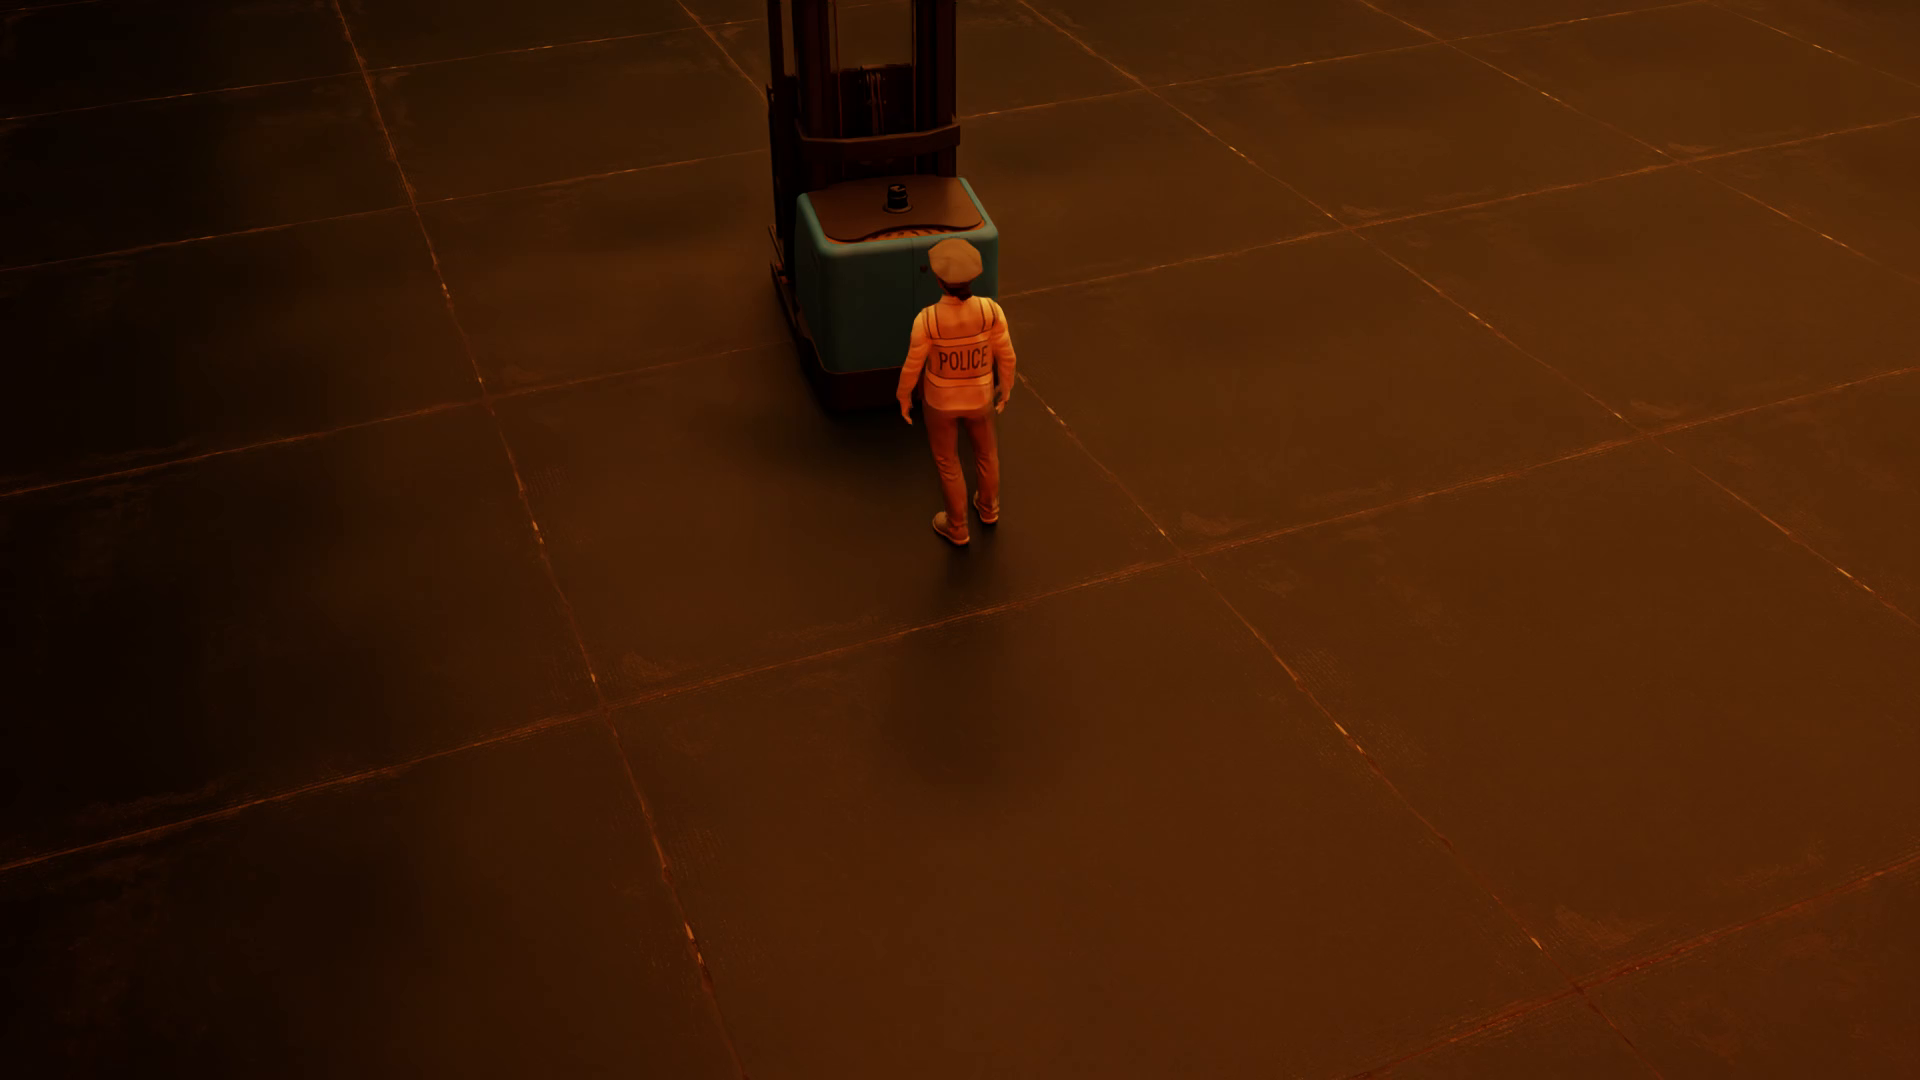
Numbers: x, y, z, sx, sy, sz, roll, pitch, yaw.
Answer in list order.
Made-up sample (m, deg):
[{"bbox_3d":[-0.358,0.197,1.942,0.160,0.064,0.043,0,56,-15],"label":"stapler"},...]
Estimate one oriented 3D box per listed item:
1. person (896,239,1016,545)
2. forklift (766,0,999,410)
[{"bbox_3d":[-0.035,-0.741,8.216,0.585,1.693,0.555,-7,36,-10],"label":"person"},{"bbox_3d":[-0.622,-2.791,10.023,1.130,2.935,3.031,-8,36,-11],"label":"forklift"}]
